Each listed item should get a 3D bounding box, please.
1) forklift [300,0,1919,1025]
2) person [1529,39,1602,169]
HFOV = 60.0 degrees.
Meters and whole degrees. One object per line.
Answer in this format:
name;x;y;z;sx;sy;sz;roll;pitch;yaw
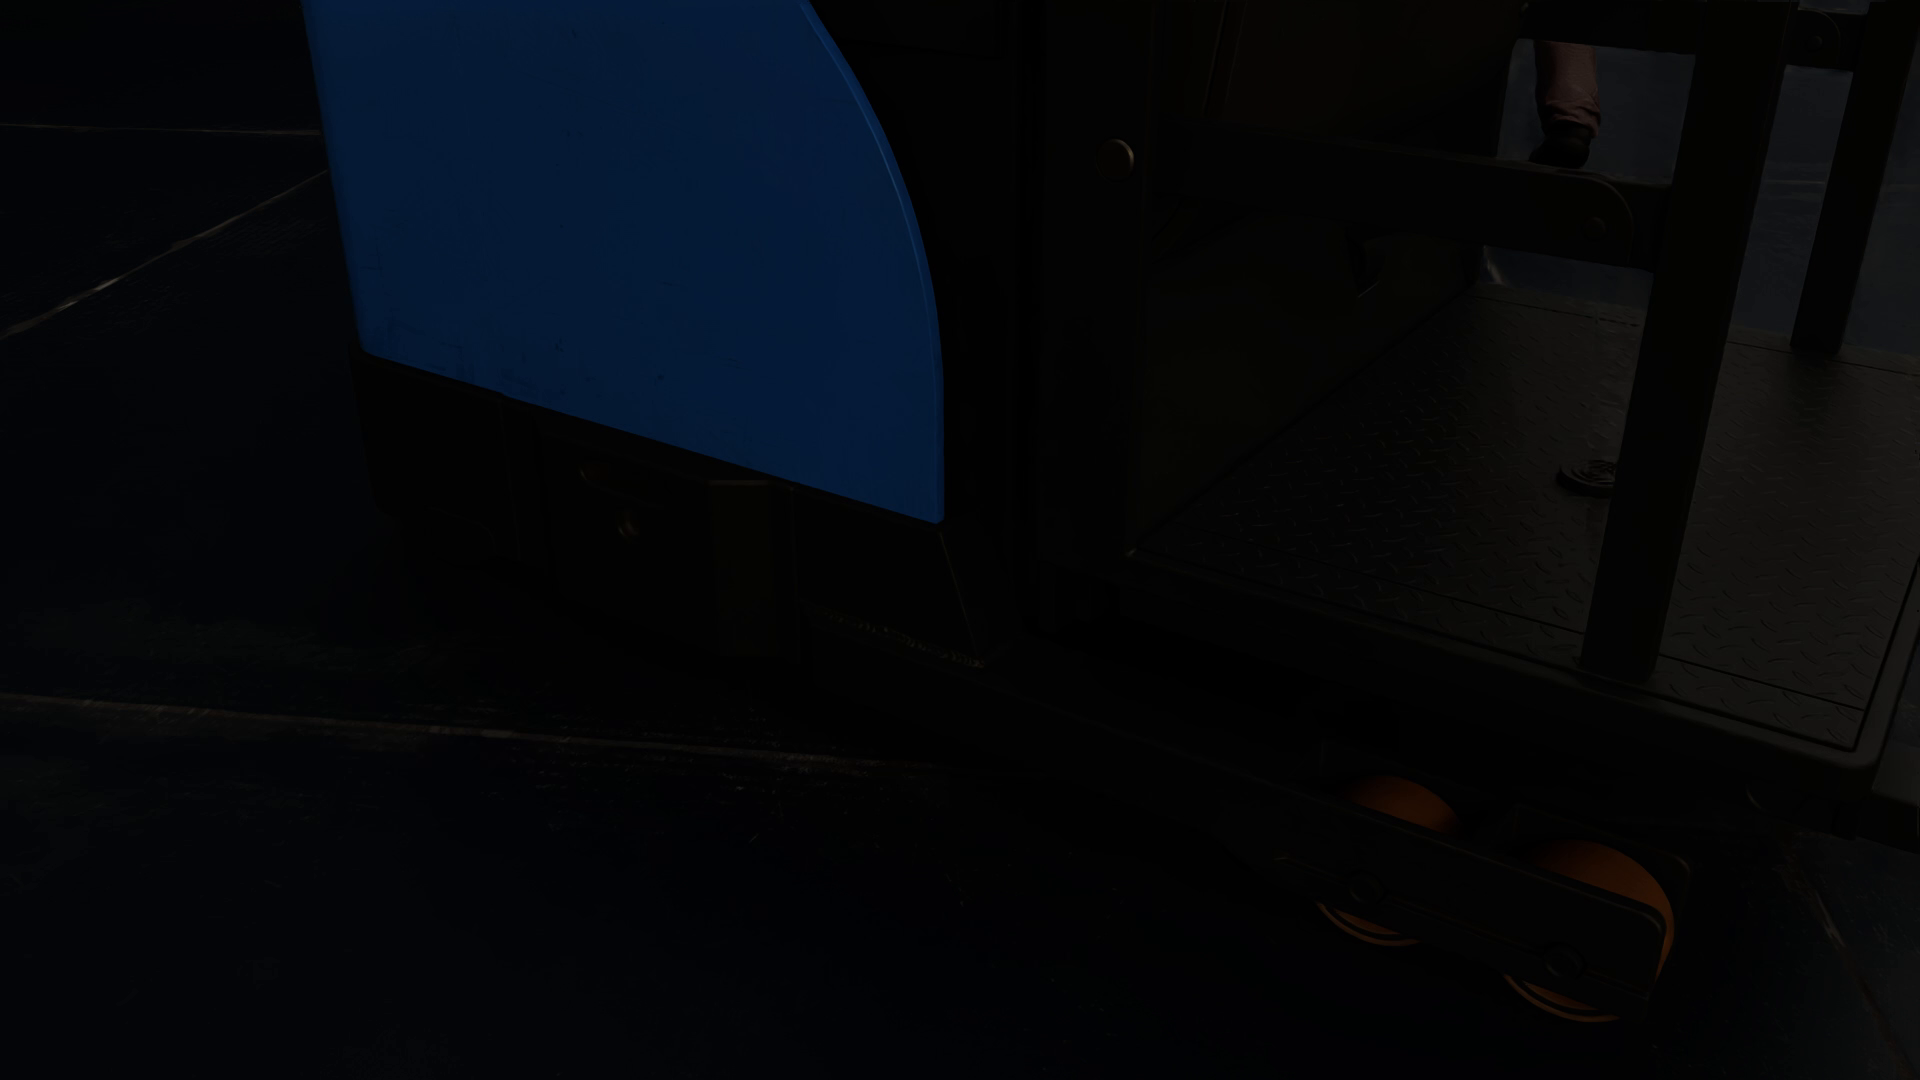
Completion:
forklift;0.635;-1.126;1.473;3.031;2.935;1.130;17;31;30
person;1.366;-1.663;4.011;0.601;1.648;0.760;3;27;5
